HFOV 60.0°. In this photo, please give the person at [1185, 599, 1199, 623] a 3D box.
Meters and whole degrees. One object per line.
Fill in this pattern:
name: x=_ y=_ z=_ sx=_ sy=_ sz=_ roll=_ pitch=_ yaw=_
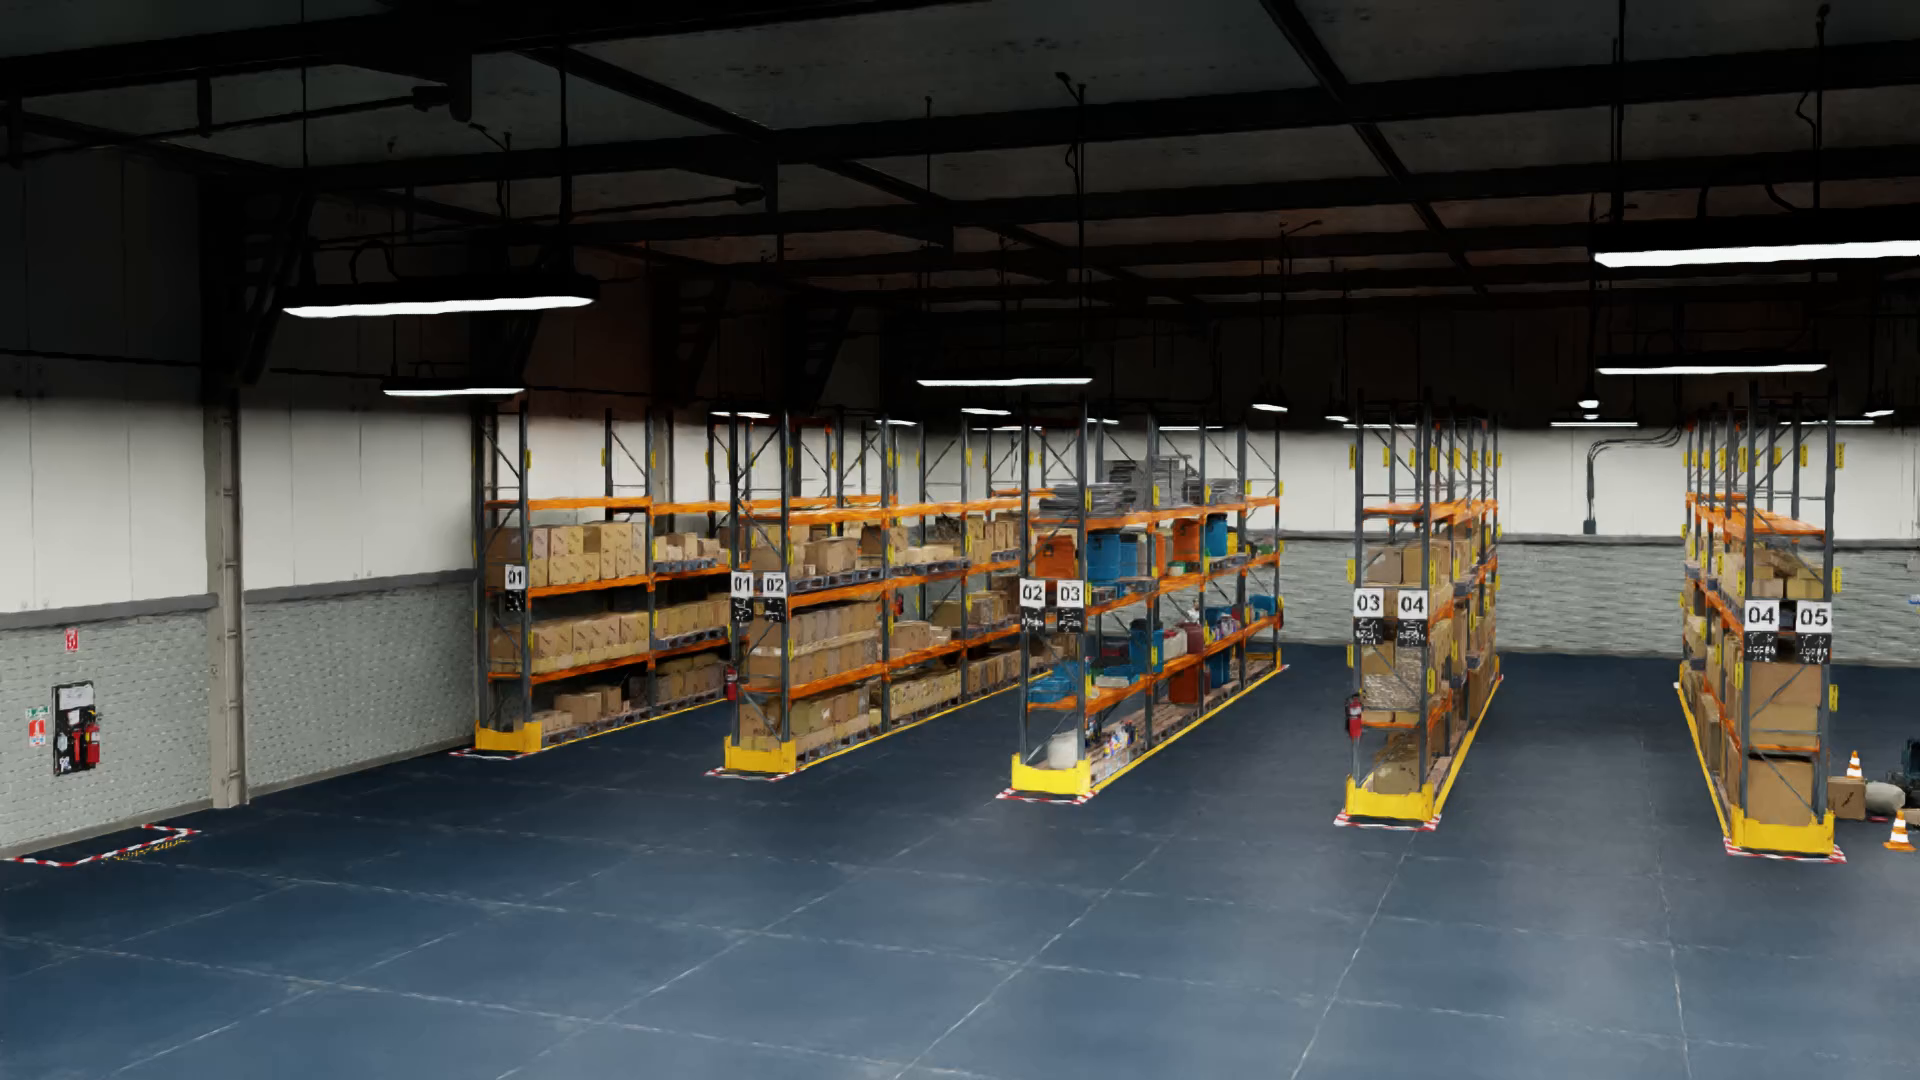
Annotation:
person: x=5.792 y=2.222 z=40.557 sx=0.639 sy=1.632 sz=0.506 roll=1 pitch=3 yaw=20
